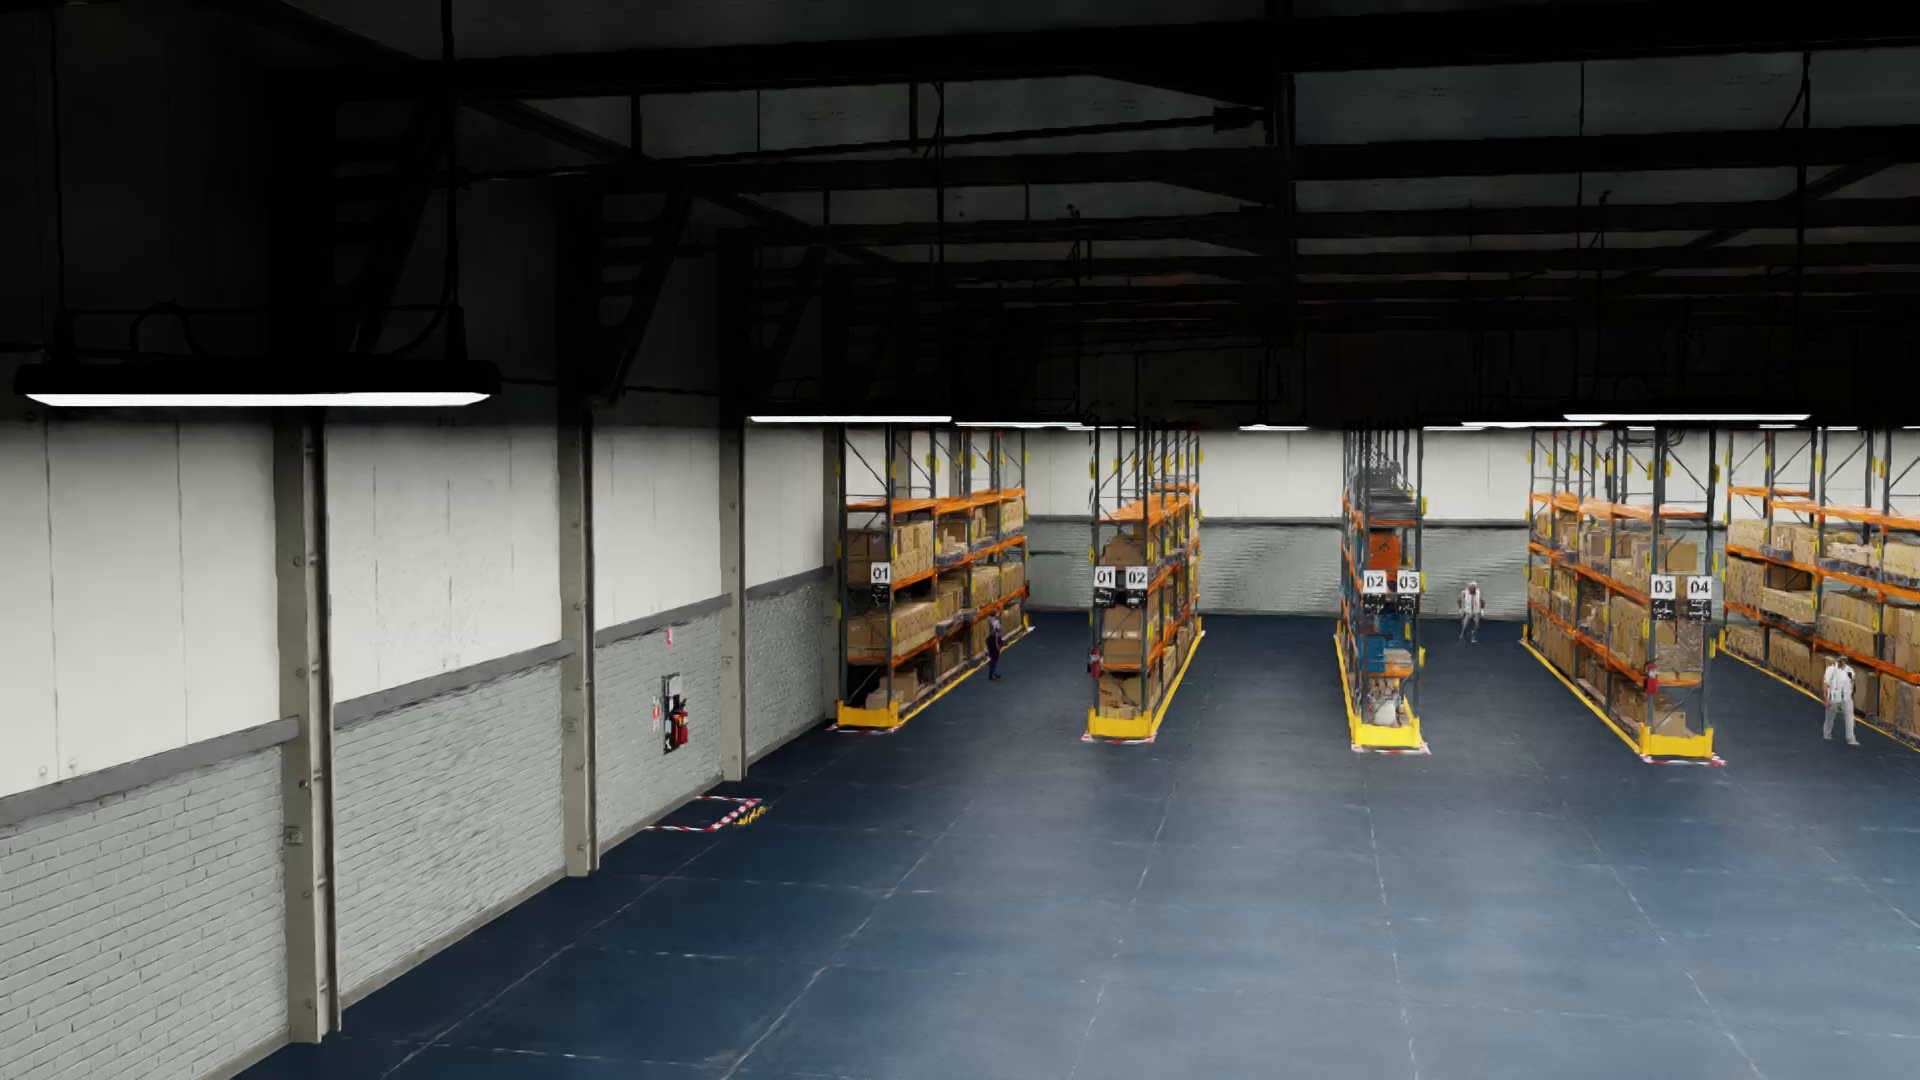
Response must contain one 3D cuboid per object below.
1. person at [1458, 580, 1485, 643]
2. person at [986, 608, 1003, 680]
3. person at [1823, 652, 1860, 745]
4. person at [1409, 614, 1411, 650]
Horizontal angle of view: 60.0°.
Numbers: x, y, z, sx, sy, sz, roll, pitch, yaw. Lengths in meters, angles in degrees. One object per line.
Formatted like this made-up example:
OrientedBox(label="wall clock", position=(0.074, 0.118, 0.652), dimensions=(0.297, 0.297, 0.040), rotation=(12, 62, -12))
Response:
OrientedBox(label="person", position=(13.853, 1.942, 45.051), dimensions=(0.702, 1.735, 0.549), rotation=(1, 4, 10))
OrientedBox(label="person", position=(0.809, 2.398, 38.428), dimensions=(0.386, 1.640, 0.596), rotation=(-1, 4, -12))
OrientedBox(label="person", position=(16.152, 2.879, 30.557), dimensions=(0.531, 1.672, 1.112), rotation=(1, 4, 14))
OrientedBox(label="person", position=(11.530, 2.006, 43.115), dimensions=(0.390, 1.792, 0.670), rotation=(0, 4, 5))
